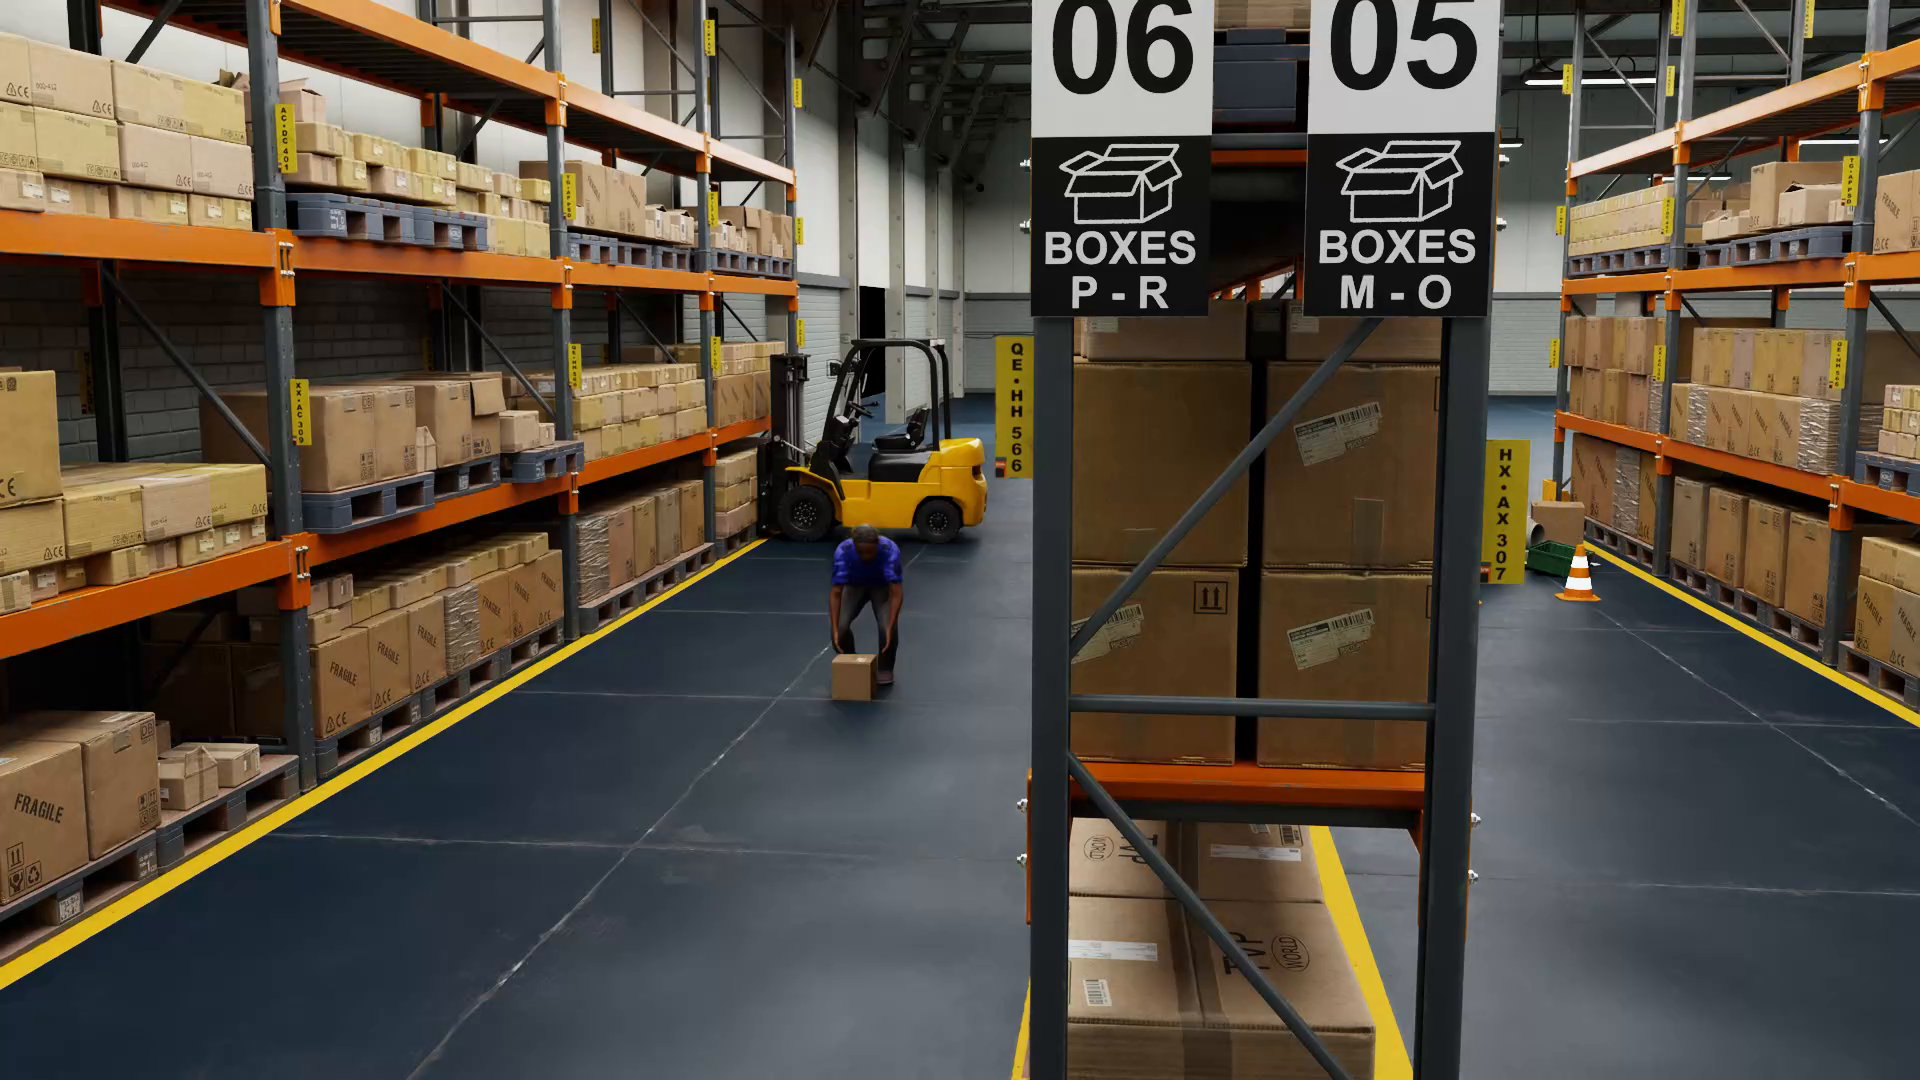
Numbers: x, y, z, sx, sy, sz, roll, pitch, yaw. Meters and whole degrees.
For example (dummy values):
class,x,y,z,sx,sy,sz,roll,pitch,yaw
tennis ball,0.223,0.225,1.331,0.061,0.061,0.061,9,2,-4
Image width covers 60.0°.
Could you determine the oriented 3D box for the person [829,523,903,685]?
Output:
class,x,y,z,sx,sy,sz,roll,pitch,yaw
person,-0.594,0.405,10.912,0.494,1.106,0.748,1,8,6
